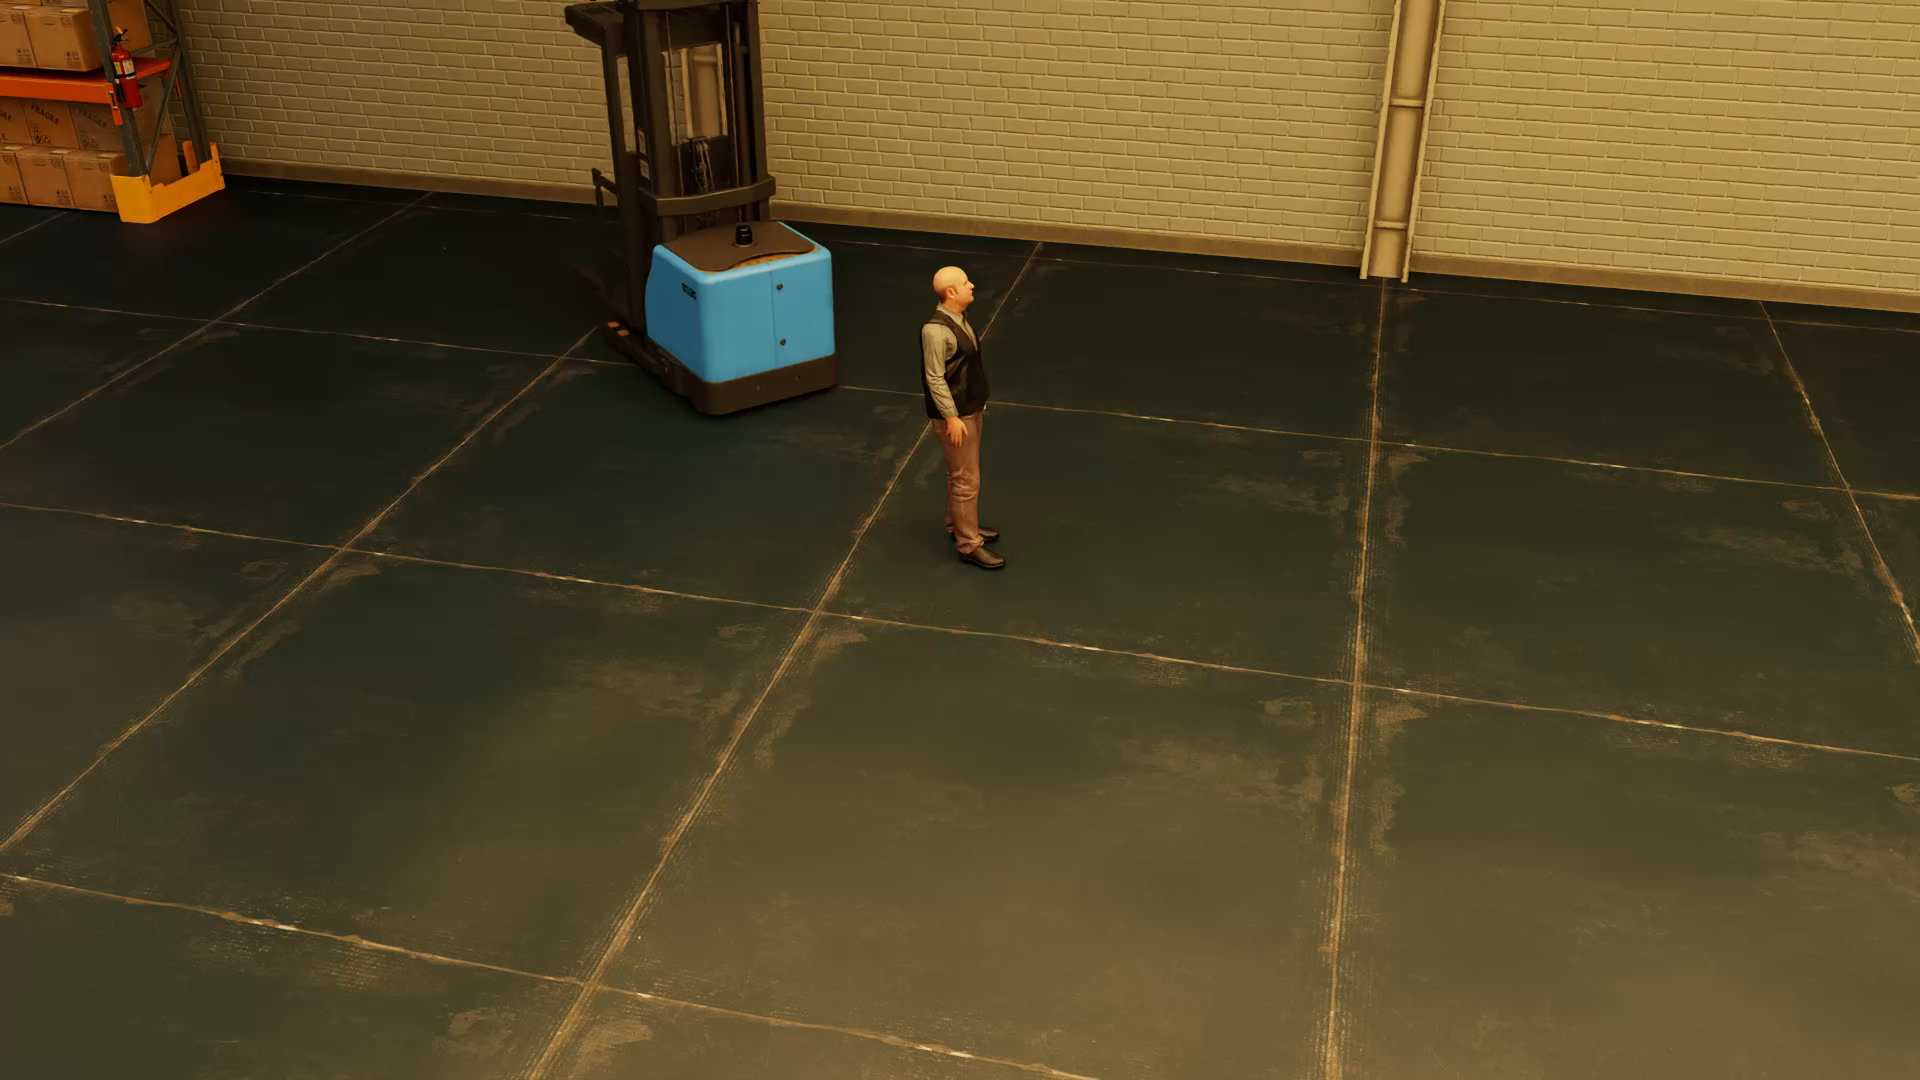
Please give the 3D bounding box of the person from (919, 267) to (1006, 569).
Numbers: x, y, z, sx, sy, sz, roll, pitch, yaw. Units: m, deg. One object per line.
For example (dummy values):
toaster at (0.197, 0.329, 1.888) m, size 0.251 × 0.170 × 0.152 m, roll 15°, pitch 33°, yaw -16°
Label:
person at (0.059, -0.744, 9.696) m, size 0.566 × 1.722 × 0.633 m, roll 7°, pitch 30°, yaw 12°

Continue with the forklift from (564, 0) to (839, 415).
forklift at (-2.102, -2.824, 12.155) m, size 1.130 × 2.935 × 3.031 m, roll -18°, pitch 34°, yaw -28°
